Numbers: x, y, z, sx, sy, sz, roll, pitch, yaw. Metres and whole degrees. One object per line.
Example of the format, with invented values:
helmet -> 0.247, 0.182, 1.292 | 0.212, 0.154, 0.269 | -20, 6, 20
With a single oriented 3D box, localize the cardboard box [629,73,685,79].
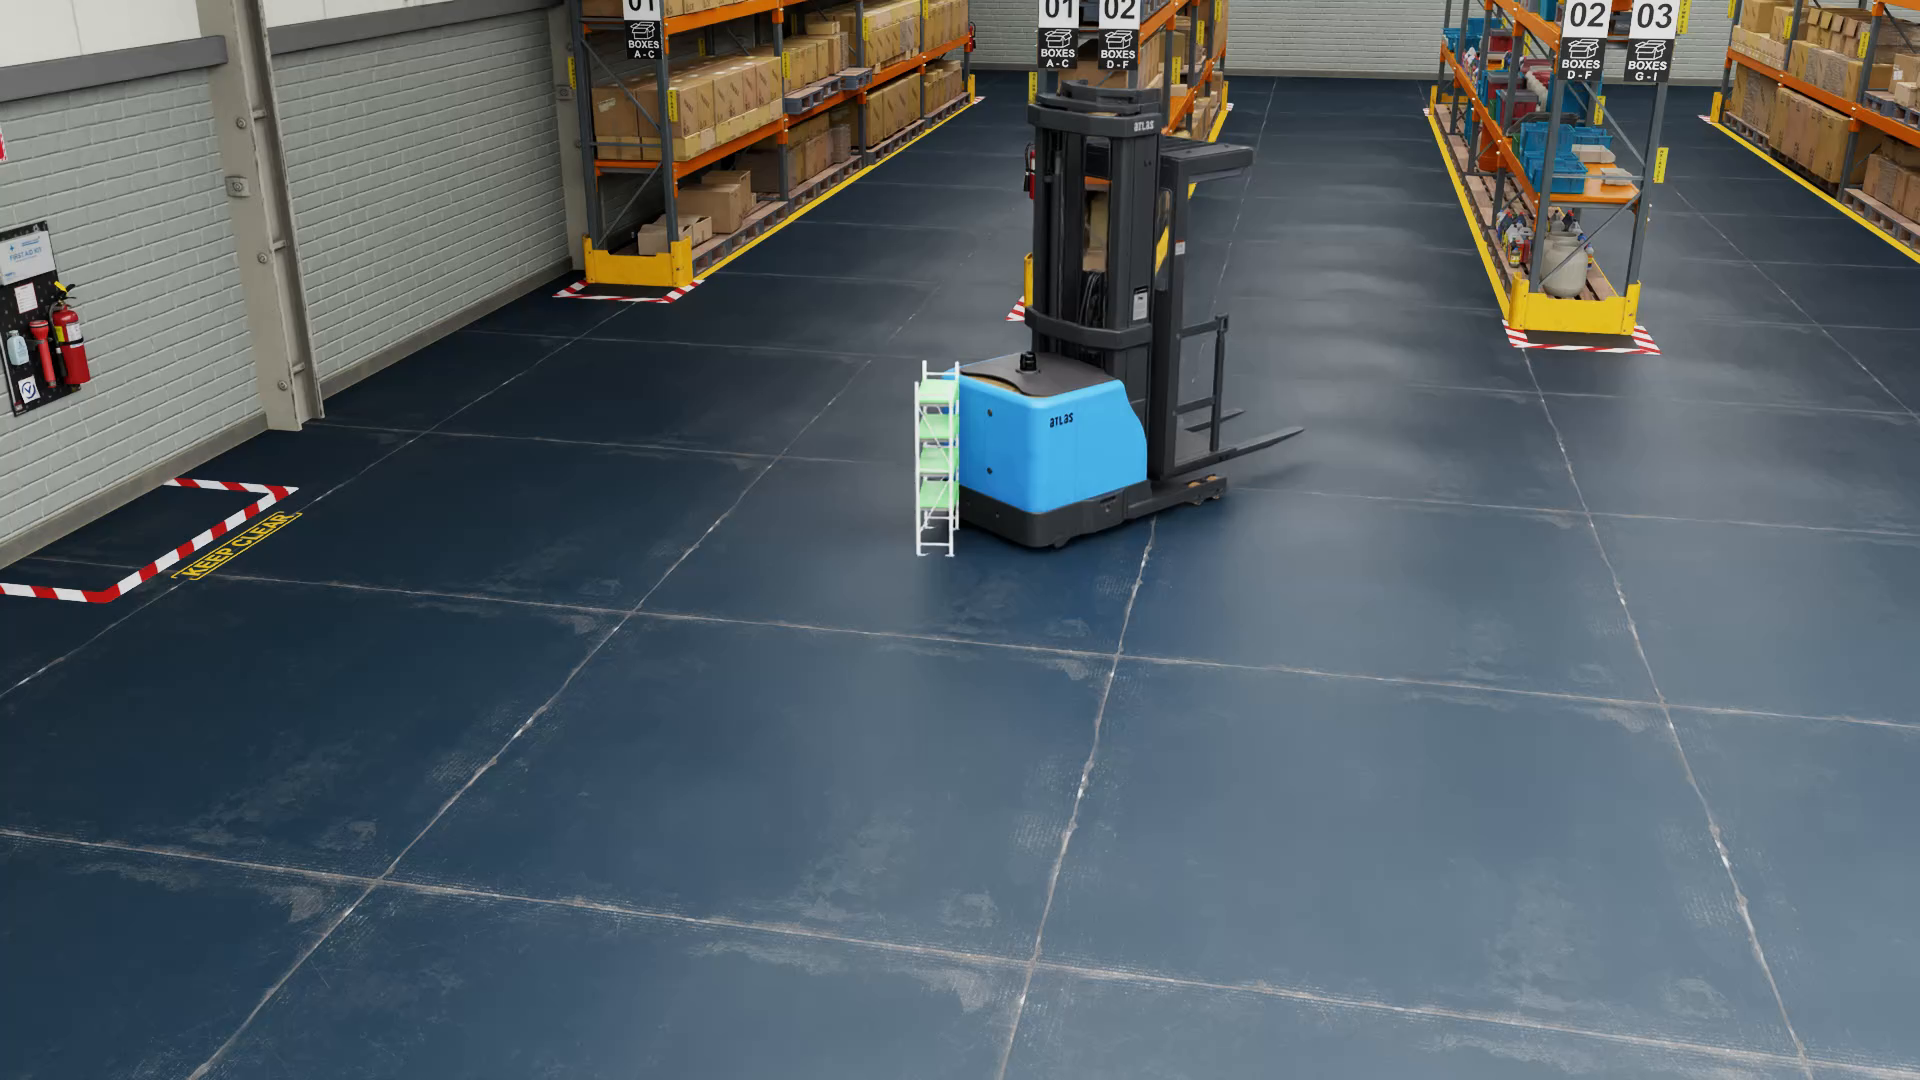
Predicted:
cardboard box -> -3.474, -5.085, 19.135 | 0.500, 0.500, 0.500 | 4, 22, 9

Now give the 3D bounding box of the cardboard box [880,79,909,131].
cardboard box -> -1.311, -7.250, 27.654 | 0.750, 0.750, 0.750 | 5, 23, 13

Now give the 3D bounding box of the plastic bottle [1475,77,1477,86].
plastic bottle -> 7.528, -6.656, 24.131 | 0.097, 0.201, 0.097 | 0, 22, 0

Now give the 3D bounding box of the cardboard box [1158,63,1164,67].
cardboard box -> 2.580, -6.217, 22.642 | 0.500, 0.500, 0.500 | 3, 22, 8

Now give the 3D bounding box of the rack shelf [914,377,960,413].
rack shelf -> -0.148, -0.927, 10.937 | 0.258, 0.148, 0.480 | 2, 22, 4

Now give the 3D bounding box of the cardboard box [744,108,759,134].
cardboard box -> -2.757, -5.076, 20.115 | 0.500, 0.250, 0.500 | 4, 22, 11

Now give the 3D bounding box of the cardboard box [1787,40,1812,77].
cardboard box -> 13.081, -7.389, 25.552 | 0.500, 0.500, 0.500 | 5, 22, 11

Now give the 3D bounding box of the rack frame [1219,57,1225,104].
rack frame -> 4.539, -9.711, 31.452 | 1.000, 3.000, 0.127 | 4, 22, 11

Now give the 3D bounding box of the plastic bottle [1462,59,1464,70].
plastic bottle -> 8.046, -7.584, 26.434 | 0.097, 0.201, 0.097 | 0, 22, 0

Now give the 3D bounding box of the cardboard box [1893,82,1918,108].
cardboard box -> 12.037, -5.559, 20.780 | 0.500, 0.250, 0.500 | 4, 22, 9

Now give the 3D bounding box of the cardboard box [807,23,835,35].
cardboard box -> -2.036, -7.466, 24.285 | 0.380, 0.149, 0.250 | 1, 22, 2

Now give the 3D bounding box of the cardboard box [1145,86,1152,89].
cardboard box -> 1.984, -5.090, 18.975 | 0.380, 0.149, 0.250 | 5, 22, 12

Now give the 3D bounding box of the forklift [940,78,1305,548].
forklift -> 1.309, -1.744, 11.760 | 3.031, 2.935, 1.130 | -18, 28, -37

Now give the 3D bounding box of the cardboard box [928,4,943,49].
cardboard box -> -0.846, -9.228, 29.849 | 0.980, 0.700, 0.700 | 4, 22, 10

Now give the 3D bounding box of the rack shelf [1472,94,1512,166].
rack shelf -> 7.347, -5.342, 21.564 | 1.077, 0.370, 4.000 | 4, 22, 11

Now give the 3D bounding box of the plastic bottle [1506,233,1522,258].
plastic bottle -> 6.175, -3.268, 18.509 | 0.152, 0.276, 0.135 | 4, 22, 9

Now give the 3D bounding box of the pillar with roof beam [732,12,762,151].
pillar with roof beam -> 1.159, -9.207, 22.169 | 9.100, 9.000, 0.400 | 4, 22, 11

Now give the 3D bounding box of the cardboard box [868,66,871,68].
cardboard box -> -1.590, -7.249, 25.647 | 0.380, 0.149, 0.250 | 5, 22, 12

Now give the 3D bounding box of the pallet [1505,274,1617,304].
pallet -> 6.263, -2.516, 17.317 | 1.003, 0.211, 1.213 | 4, 22, 11

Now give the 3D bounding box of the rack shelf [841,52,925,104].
rack shelf -> -1.536, -7.560, 27.072 | 1.077, 0.370, 4.000 | 4, 22, 11

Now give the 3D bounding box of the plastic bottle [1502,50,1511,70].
plastic bottle -> 8.525, -7.429, 25.851 | 0.144, 0.351, 0.185 | 4, 22, 11

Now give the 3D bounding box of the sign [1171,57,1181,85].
sign -> 2.634, -5.719, 20.275 | 0.100, 0.325, 0.005 | 4, 22, 11

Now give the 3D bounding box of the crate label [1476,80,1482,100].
crate label -> 7.302, -6.204, 22.966 | 0.303, 0.233, 0.416 | 4, 22, 11

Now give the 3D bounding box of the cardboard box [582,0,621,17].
cardboard box -> -3.739, -5.855, 17.701 | 0.500, 0.500, 0.500 | 6, 23, 15

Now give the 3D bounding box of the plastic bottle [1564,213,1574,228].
plastic bottle -> 7.050, -3.591, 19.213 | 0.144, 0.351, 0.185 | 3, 22, 8

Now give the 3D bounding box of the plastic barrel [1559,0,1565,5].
plastic barrel -> 6.231, -5.581, 16.367 | 0.600, 0.588, 0.600 | 0, 22, 0

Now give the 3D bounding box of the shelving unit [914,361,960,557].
shelving unit -> -0.148, -0.541, 11.092 | 0.258, 1.200, 0.503 | 2, 22, 4

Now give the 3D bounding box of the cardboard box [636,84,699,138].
cardboard box -> -3.184, -4.675, 18.118 | 0.500, 0.500, 0.500 | 4, 22, 11

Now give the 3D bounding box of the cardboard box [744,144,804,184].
cardboard box -> -2.570, -5.207, 23.024 | 0.700, 0.500, 0.500 | 4, 22, 10

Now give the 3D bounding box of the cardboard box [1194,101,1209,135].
cardboard box -> 3.794, -6.911, 27.255 | 0.500, 0.500, 0.500 | 5, 22, 11

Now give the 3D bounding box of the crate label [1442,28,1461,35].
crate label -> 9.015, -9.217, 30.369 | 0.416, 0.233, 0.303 | 4, 22, 11

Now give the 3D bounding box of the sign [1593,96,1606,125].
sign -> 7.475, -5.026, 19.448 | 0.100, 0.325, 0.005 | 4, 22, 11

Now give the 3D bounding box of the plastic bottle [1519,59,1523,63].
plastic bottle -> 8.555, -7.191, 25.360 | 0.152, 0.276, 0.135 | 4, 22, 11

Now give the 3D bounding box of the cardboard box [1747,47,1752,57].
cardboard box -> 13.581, -8.263, 28.192 | 0.380, 0.149, 0.250 | 4, 22, 10

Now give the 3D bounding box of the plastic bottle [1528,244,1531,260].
plastic bottle -> 6.301, -3.230, 18.516 | 0.097, 0.201, 0.097 | 0, 22, 0

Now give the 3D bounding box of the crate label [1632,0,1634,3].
crate label -> 6.828, -5.463, 17.086 | 0.502, 0.251, 0.408 | 4, 22, 11

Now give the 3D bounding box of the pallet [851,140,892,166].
pallet -> -1.709, -6.151, 26.344 | 1.003, 0.211, 1.213 | 4, 22, 11

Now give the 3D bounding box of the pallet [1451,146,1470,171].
pallet -> 8.126, -5.850, 25.595 | 1.003, 0.211, 1.213 | 4, 22, 11

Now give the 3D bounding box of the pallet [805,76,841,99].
pallet -> -2.308, -6.346, 23.352 | 1.003, 0.211, 1.213 | 4, 22, 11

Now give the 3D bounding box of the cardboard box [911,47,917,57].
cardboard box -> -0.948, -8.278, 28.203 | 0.380, 0.149, 0.250 | 5, 22, 12

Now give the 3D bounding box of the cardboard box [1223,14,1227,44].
cardboard box -> 4.612, -9.383, 30.503 | 0.500, 0.500, 0.500 | 5, 22, 11

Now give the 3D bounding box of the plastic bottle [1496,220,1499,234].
plastic bottle -> 6.424, -3.730, 19.756 | 0.097, 0.201, 0.097 | 0, 22, 0

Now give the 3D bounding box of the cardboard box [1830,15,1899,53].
cardboard box -> 13.035, -7.291, 23.965 | 0.797, 0.503, 0.637 | 5, 23, 13

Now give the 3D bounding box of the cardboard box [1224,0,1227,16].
cardboard box -> 4.514, -9.663, 29.859 | 0.500, 0.500, 0.500 | 5, 22, 12

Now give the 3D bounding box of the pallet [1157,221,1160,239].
pallet -> 1.887, -3.742, 20.361 | 1.003, 0.211, 1.213 | 4, 22, 11

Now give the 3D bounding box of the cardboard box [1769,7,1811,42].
cardboard box -> 13.358, -8.280, 26.696 | 0.500, 0.500, 0.500 | 5, 22, 11

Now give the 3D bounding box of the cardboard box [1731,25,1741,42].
cardboard box -> 13.874, -8.868, 29.161 | 0.500, 0.250, 0.500 | 4, 22, 9

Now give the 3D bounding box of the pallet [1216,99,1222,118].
pallet -> 4.362, -8.098, 31.180 | 1.003, 0.211, 1.213 | 4, 22, 11

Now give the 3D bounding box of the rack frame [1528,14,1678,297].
rack frame -> 6.123, -3.481, 15.982 | 1.000, 3.000, 0.127 | 4, 22, 11

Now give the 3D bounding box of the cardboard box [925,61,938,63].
cardboard box -> -0.629, -9.036, 31.690 | 0.380, 0.149, 0.250 | 5, 22, 11

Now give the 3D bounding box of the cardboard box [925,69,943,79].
cardboard box -> -0.520, -8.529, 30.431 | 0.380, 0.149, 0.250 | 4, 22, 9

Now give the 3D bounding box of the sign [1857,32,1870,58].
sign -> 12.060, -6.607, 22.194 | 0.100, 0.325, 0.005 | 4, 22, 11

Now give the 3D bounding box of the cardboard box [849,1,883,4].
cardboard box -> -1.577, -8.826, 27.691 | 0.500, 0.250, 0.500 | 5, 22, 12

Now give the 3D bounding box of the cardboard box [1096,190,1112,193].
cardboard box -> 1.791, -3.673, 18.573 | 0.500, 0.500, 0.500 | 4, 22, 11

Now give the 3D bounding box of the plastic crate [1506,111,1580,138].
plastic crate -> 6.707, -4.733, 19.174 | 0.767, 0.338, 0.504 | 4, 22, 11

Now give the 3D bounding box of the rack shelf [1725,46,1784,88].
rack shelf -> 13.828, -7.890, 27.892 | 1.077, 0.370, 4.000 | 4, 22, 11

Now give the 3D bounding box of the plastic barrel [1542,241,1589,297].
plastic barrel -> 6.182, -2.768, 16.980 | 0.421, 0.512, 0.421 | 0, 22, 0
